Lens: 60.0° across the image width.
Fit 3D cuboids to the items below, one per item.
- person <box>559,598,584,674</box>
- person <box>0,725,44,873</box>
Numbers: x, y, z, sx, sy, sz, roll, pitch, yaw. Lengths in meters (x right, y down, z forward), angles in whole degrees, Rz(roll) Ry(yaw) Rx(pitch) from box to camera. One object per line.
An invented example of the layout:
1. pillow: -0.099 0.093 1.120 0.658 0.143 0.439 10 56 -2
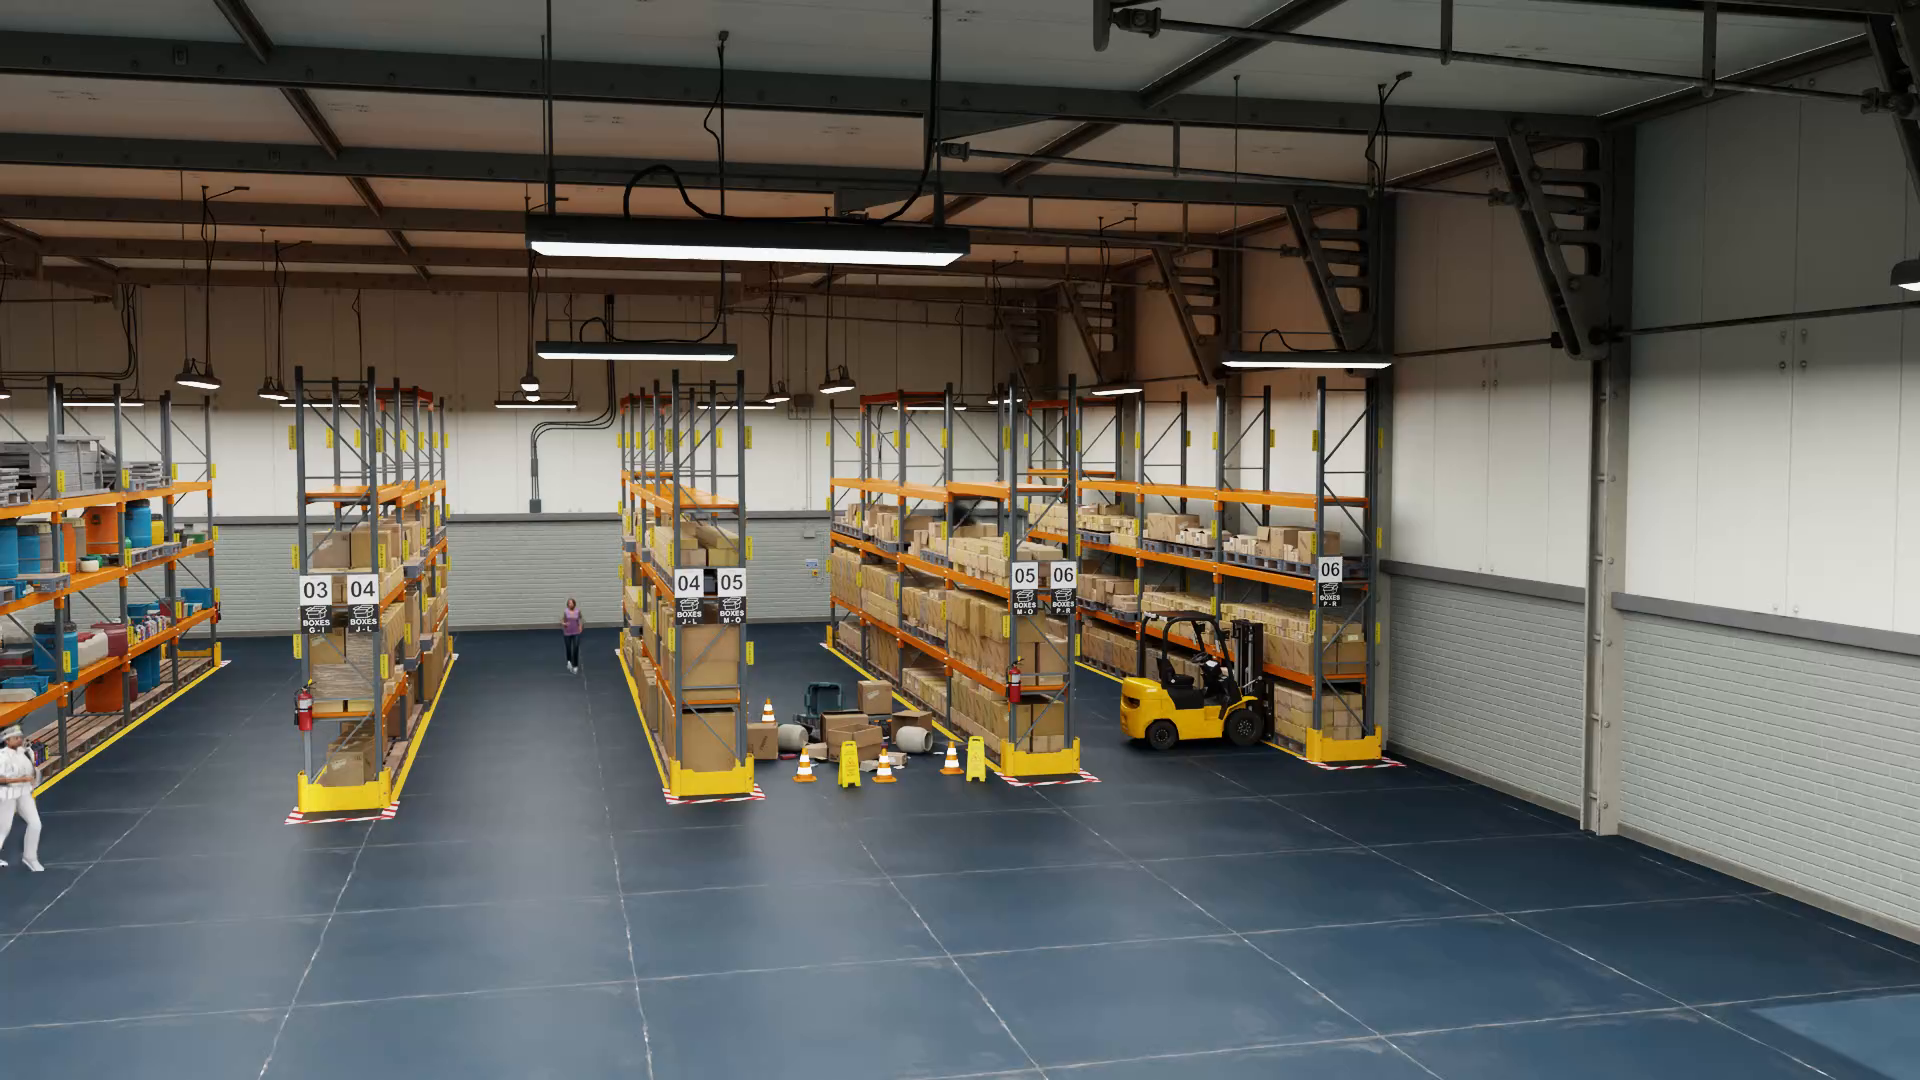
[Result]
1. person: -8.346 2.044 35.750 0.534 1.589 0.883 -1 4 -17
2. person: -10.989 3.012 19.271 0.766 1.758 0.567 1 4 20
